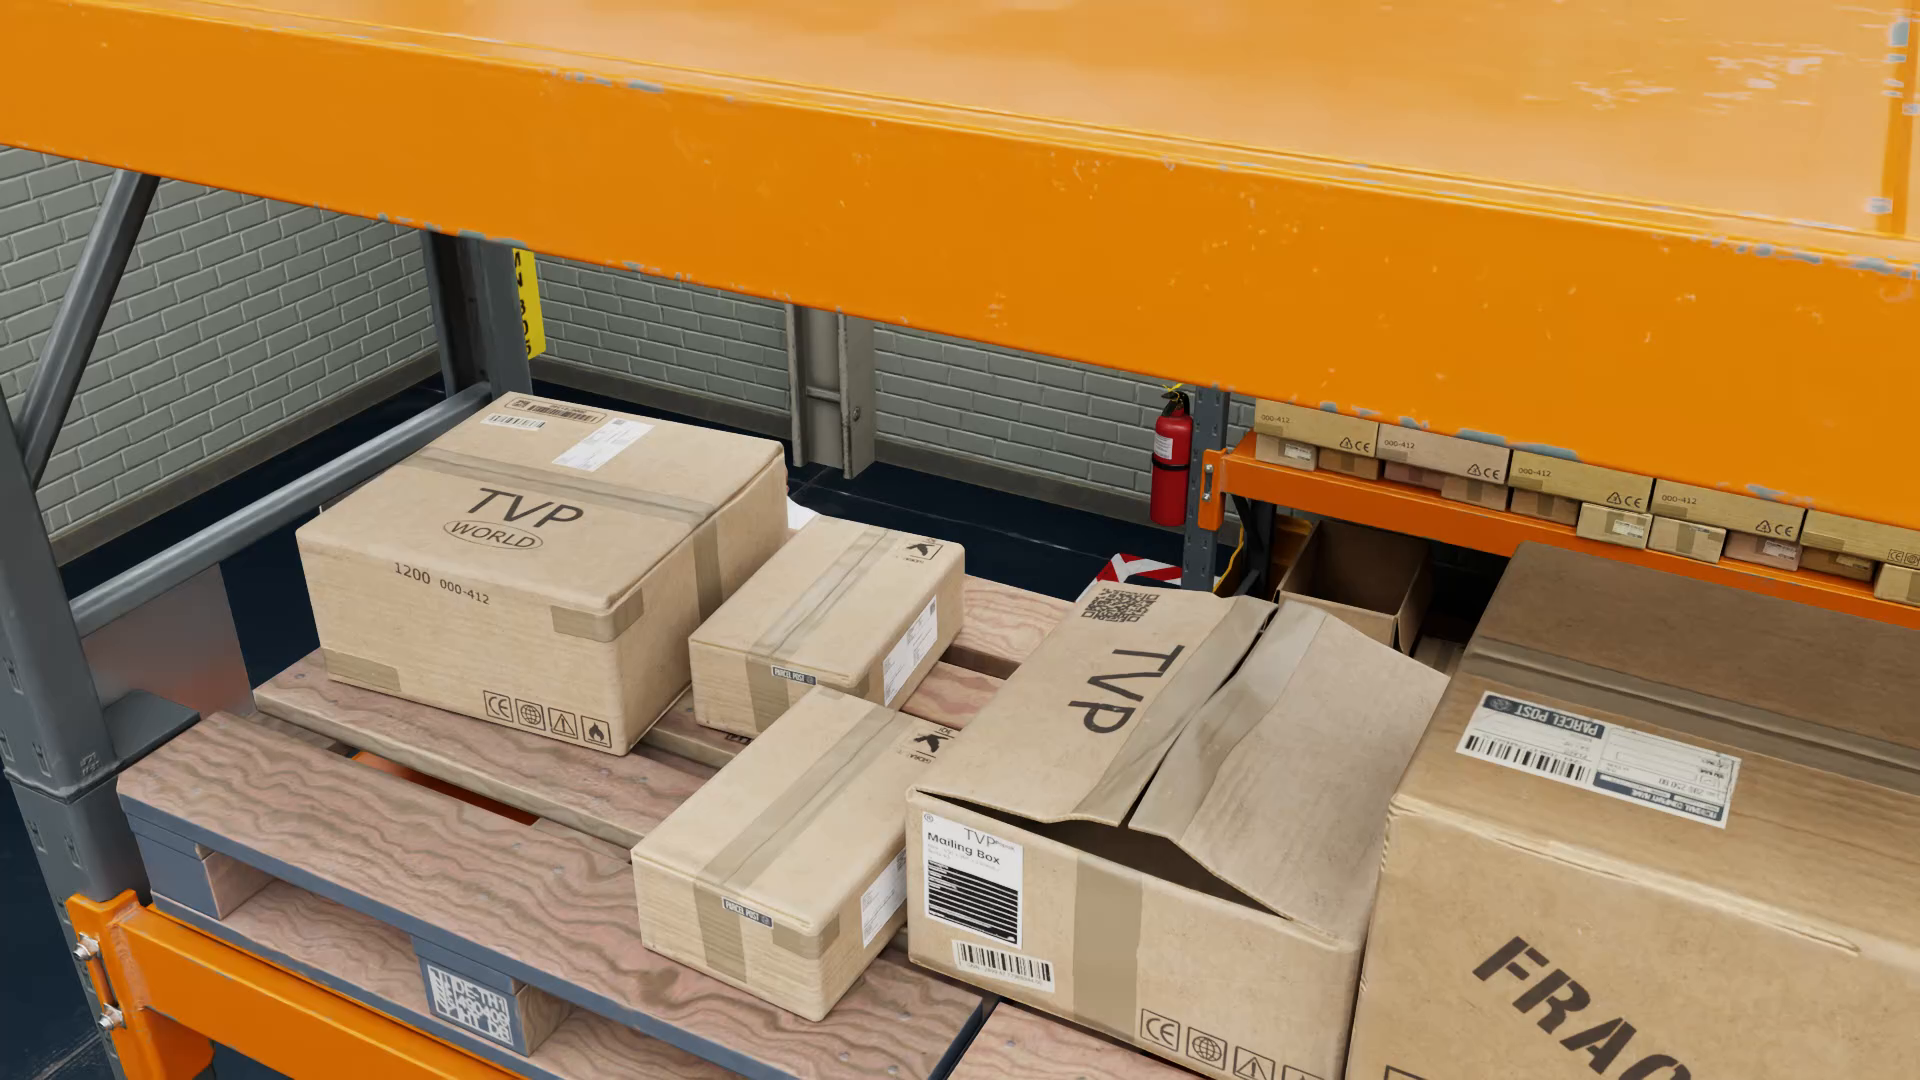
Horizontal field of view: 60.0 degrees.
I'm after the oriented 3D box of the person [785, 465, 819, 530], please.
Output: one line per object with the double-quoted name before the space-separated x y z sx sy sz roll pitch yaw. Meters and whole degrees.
"person" -0.702 0.440 6.370 0.642 1.775 0.422 14 33 24
